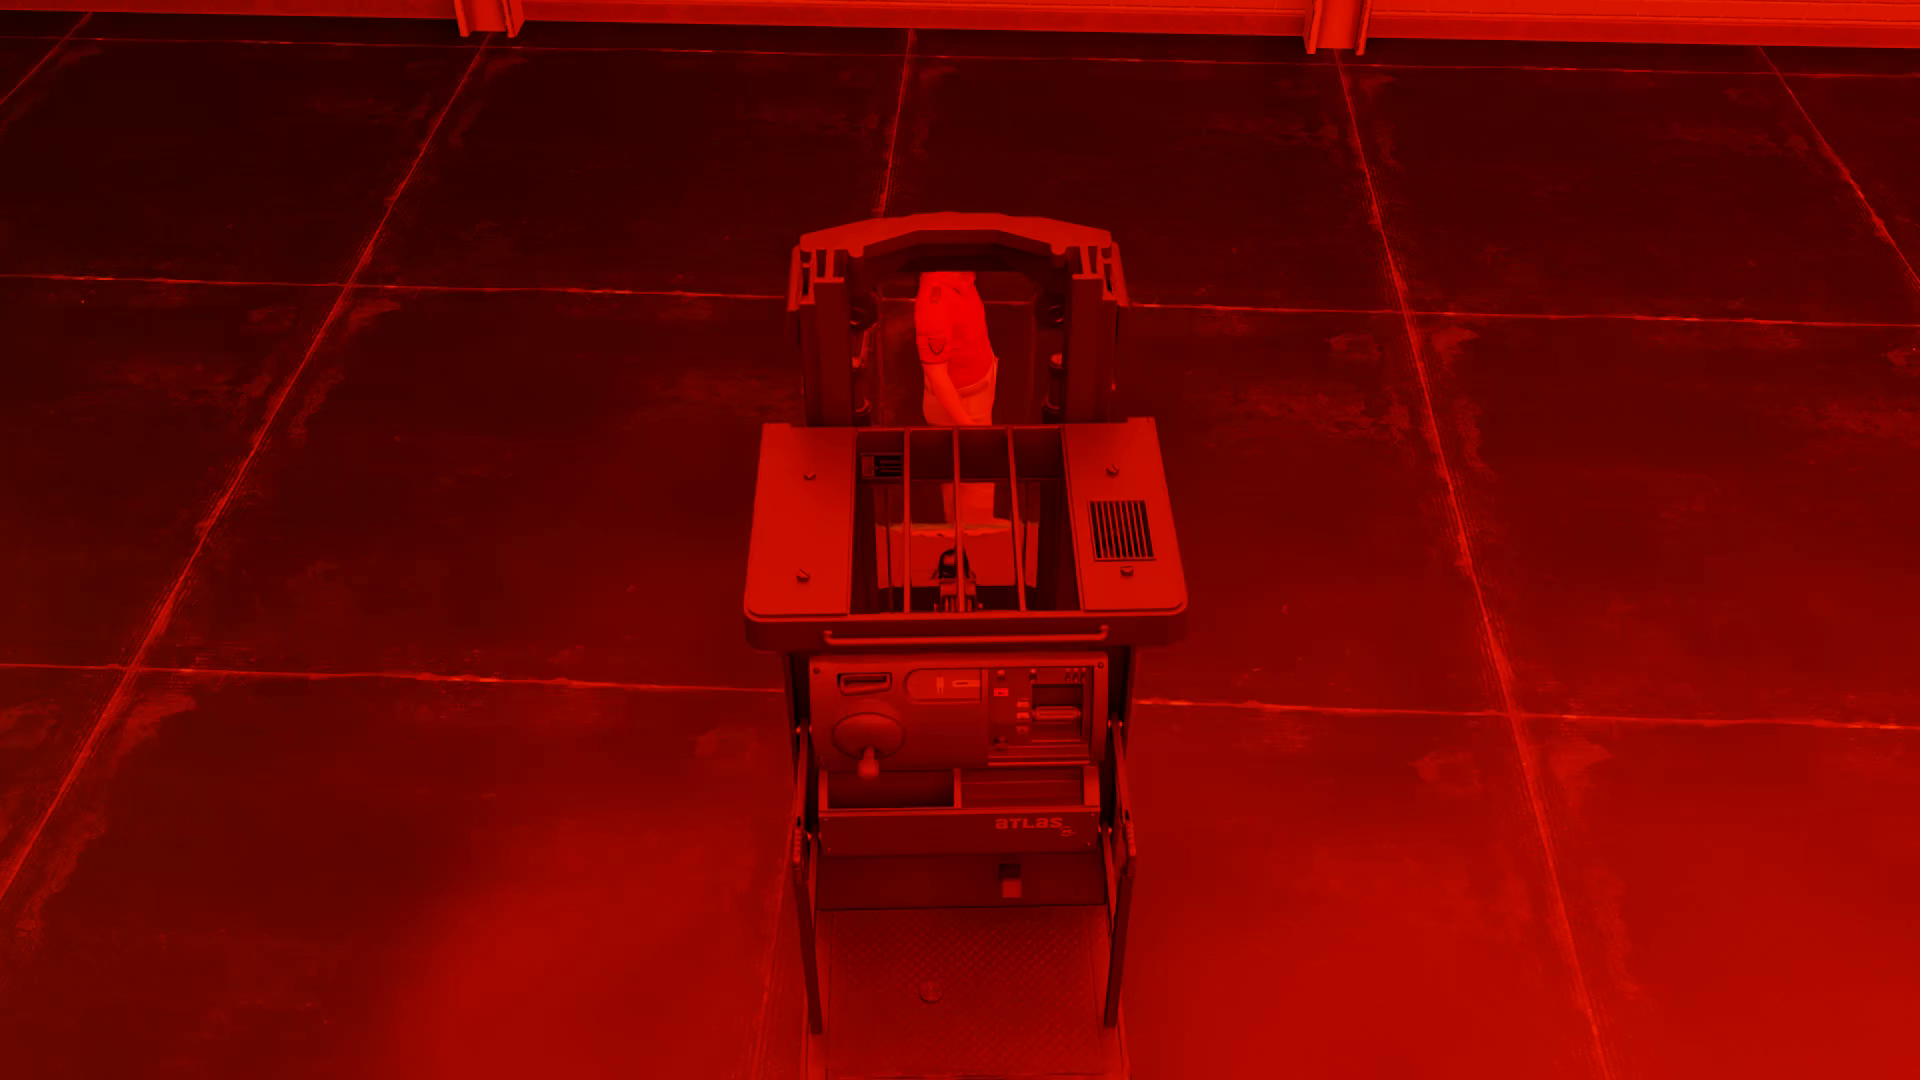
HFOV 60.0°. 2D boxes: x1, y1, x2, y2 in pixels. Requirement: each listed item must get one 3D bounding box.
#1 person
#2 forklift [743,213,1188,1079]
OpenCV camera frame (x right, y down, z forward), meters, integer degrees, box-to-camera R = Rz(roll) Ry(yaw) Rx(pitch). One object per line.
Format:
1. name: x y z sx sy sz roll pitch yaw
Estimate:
1. person: 0.089 -0.634 7.316 0.550 1.728 0.641 2 42 2
2. forklift: 0.005 0.634 5.048 1.130 2.935 3.031 -1 42 -1
